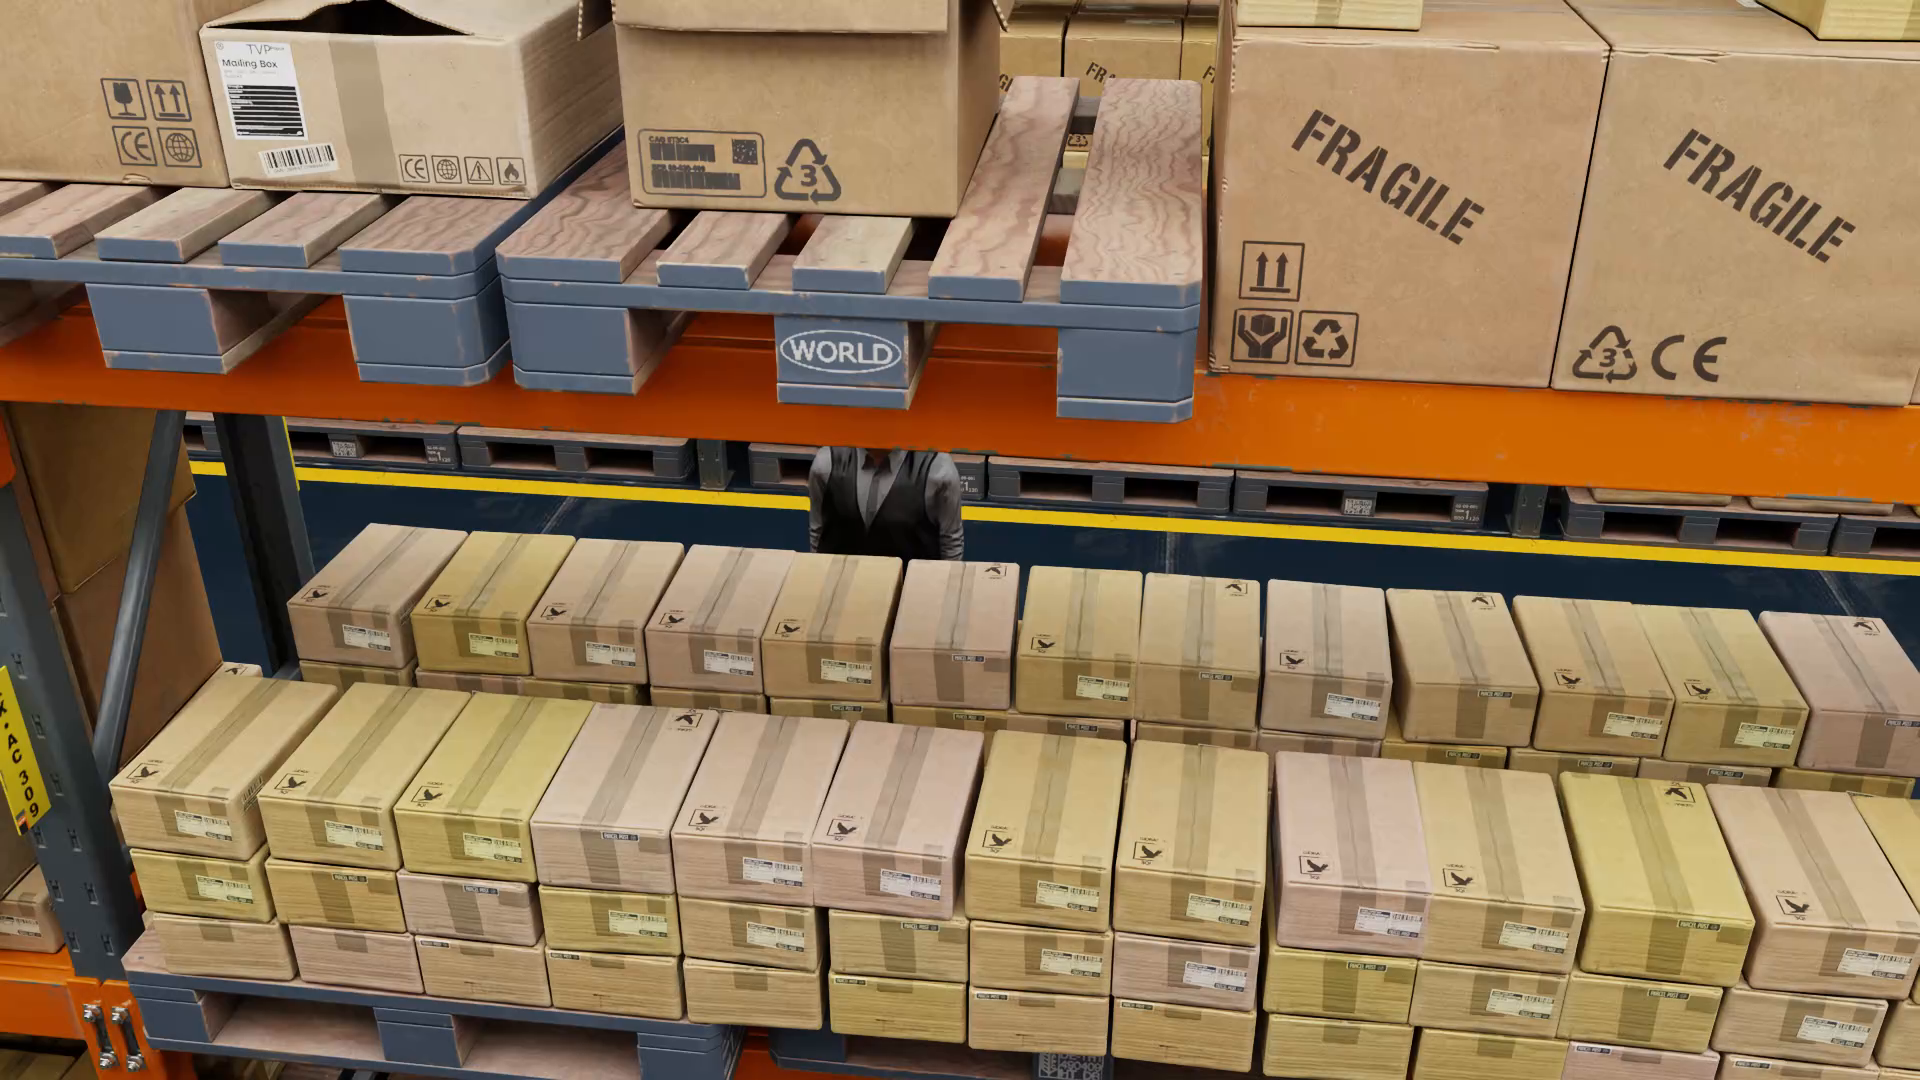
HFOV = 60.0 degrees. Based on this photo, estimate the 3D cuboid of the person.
[{"bbox_3d":[-0.253,0.244,5.713,0.533,1.731,0.359,4,28,7],"label":"person"}]
